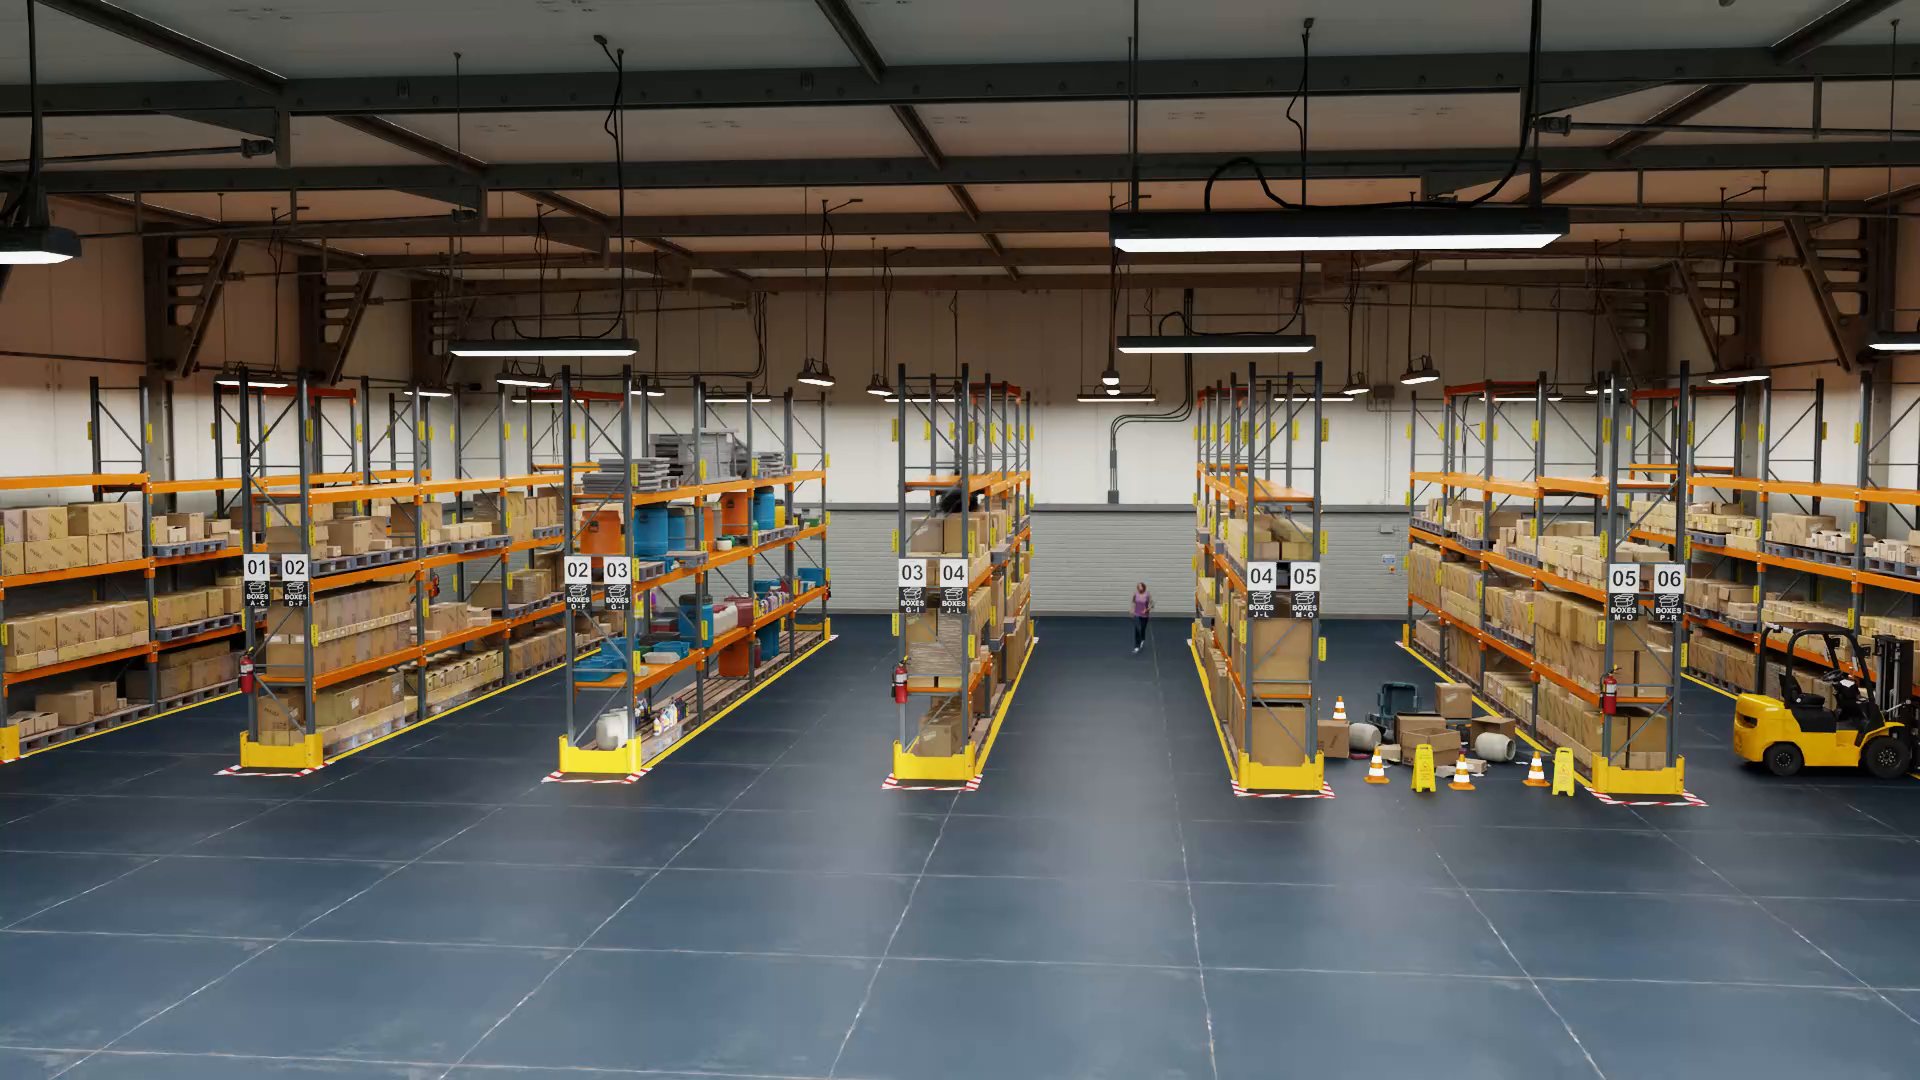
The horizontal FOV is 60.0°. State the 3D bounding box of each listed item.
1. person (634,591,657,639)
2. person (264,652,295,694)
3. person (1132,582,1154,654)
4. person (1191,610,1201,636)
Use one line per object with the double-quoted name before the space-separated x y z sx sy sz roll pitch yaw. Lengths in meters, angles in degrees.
"person" -7.022 1.757 36.678 0.677 1.821 0.812 0 4 -4
"person" -11.329 2.346 27.811 0.687 1.739 0.690 0 4 0
"person" 4.189 1.767 38.076 0.541 1.620 0.760 1 4 15
"person" 6.012 1.516 40.708 0.766 1.743 0.829 1 4 16
